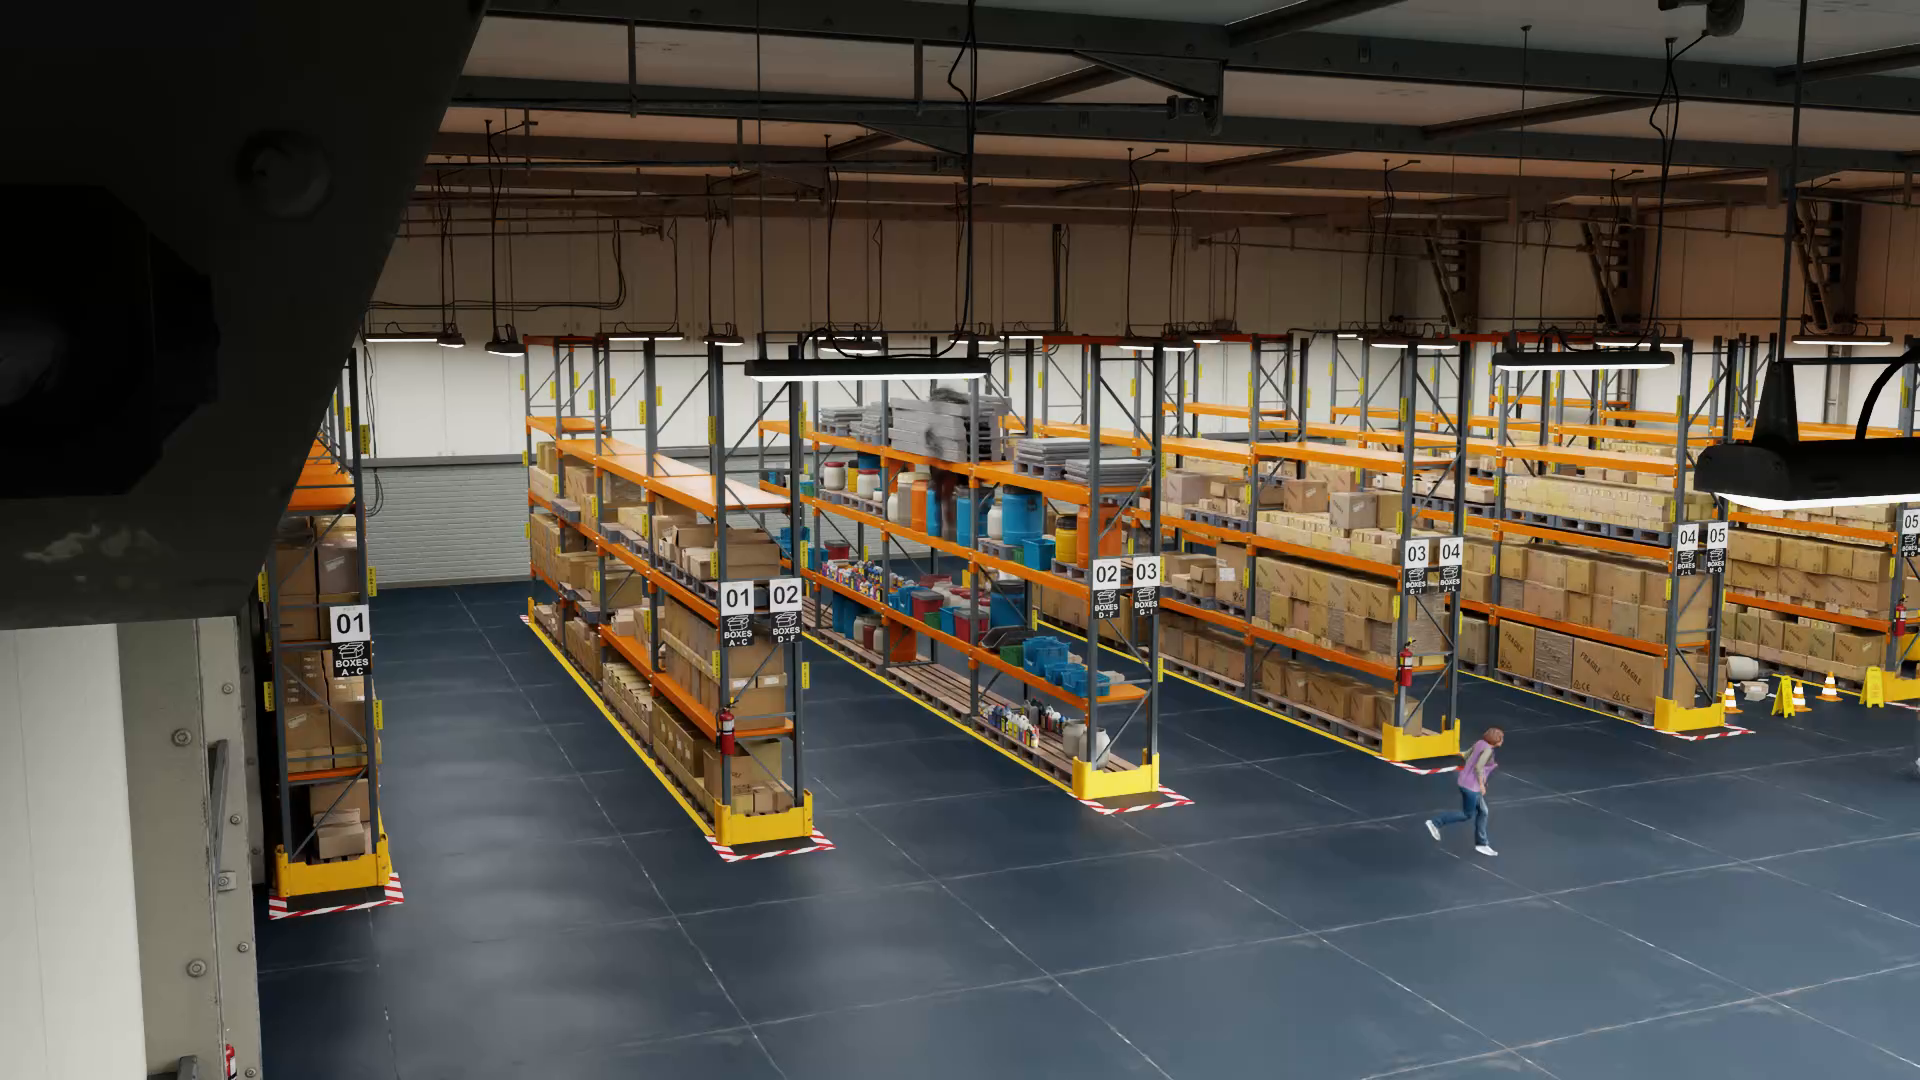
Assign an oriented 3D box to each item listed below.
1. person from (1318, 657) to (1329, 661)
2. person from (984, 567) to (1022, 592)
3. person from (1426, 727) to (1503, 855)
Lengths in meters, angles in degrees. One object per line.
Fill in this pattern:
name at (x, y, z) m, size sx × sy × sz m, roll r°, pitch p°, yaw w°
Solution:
person at (6.814, 1.414, 31.013) m, size 0.573 × 1.639 × 0.584 m, roll -3°, pitch 8°, yaw -24°
person at (0.872, 1.105, 32.787) m, size 0.667 × 1.710 × 0.915 m, roll -5°, pitch 9°, yaw -31°
person at (5.988, 2.979, 19.763) m, size 0.868 × 1.548 × 0.550 m, roll 0°, pitch 8°, yaw 0°
